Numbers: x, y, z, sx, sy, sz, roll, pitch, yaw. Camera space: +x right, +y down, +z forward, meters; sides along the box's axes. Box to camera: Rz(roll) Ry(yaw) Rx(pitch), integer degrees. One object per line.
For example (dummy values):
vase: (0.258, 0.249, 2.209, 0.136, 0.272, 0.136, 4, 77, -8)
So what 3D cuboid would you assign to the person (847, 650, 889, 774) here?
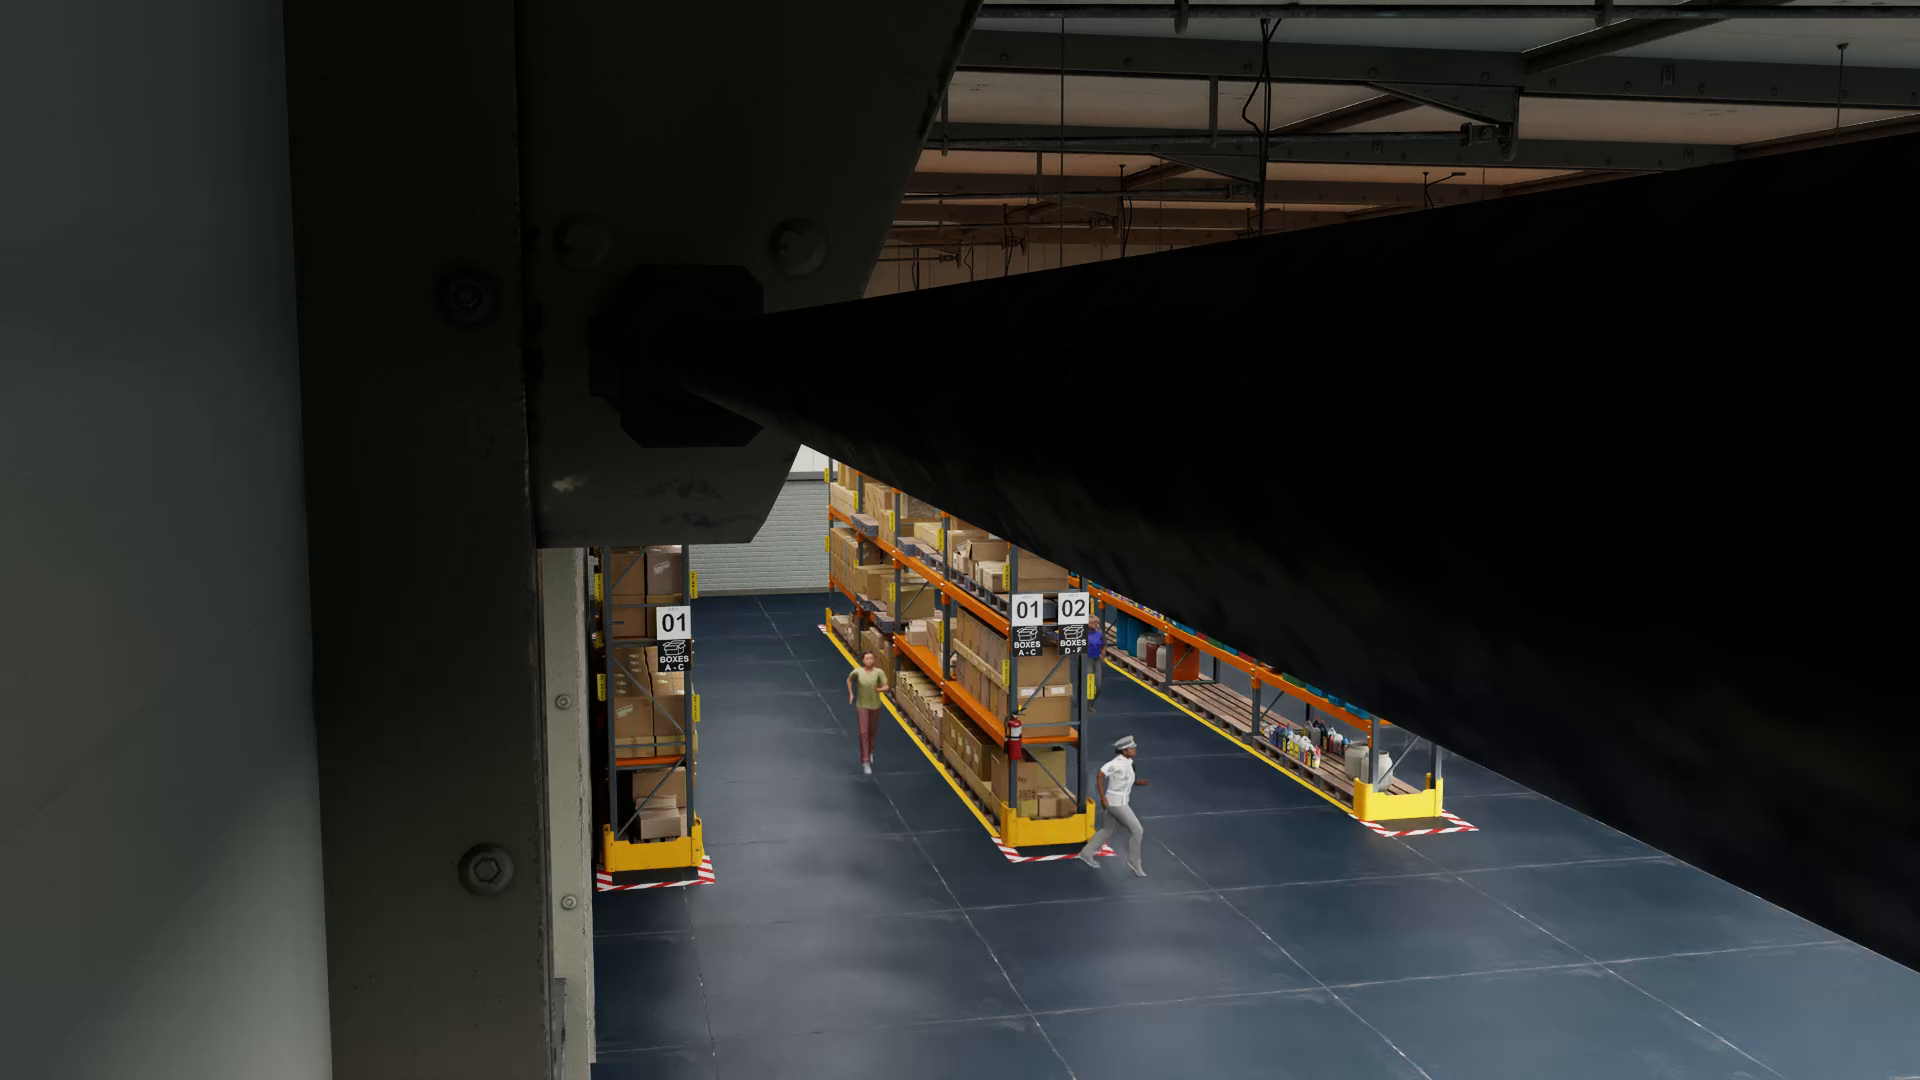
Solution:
person: (-1.291, 2.397, 23.622, 0.564, 1.692, 0.845, -1, 7, -12)

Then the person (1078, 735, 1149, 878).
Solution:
person: (1.823, 3.166, 19.771, 0.848, 1.736, 0.599, 2, 7, 13)

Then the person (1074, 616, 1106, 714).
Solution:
person: (2.150, 2.040, 27.142, 0.582, 1.604, 0.508, -3, 7, -22)
